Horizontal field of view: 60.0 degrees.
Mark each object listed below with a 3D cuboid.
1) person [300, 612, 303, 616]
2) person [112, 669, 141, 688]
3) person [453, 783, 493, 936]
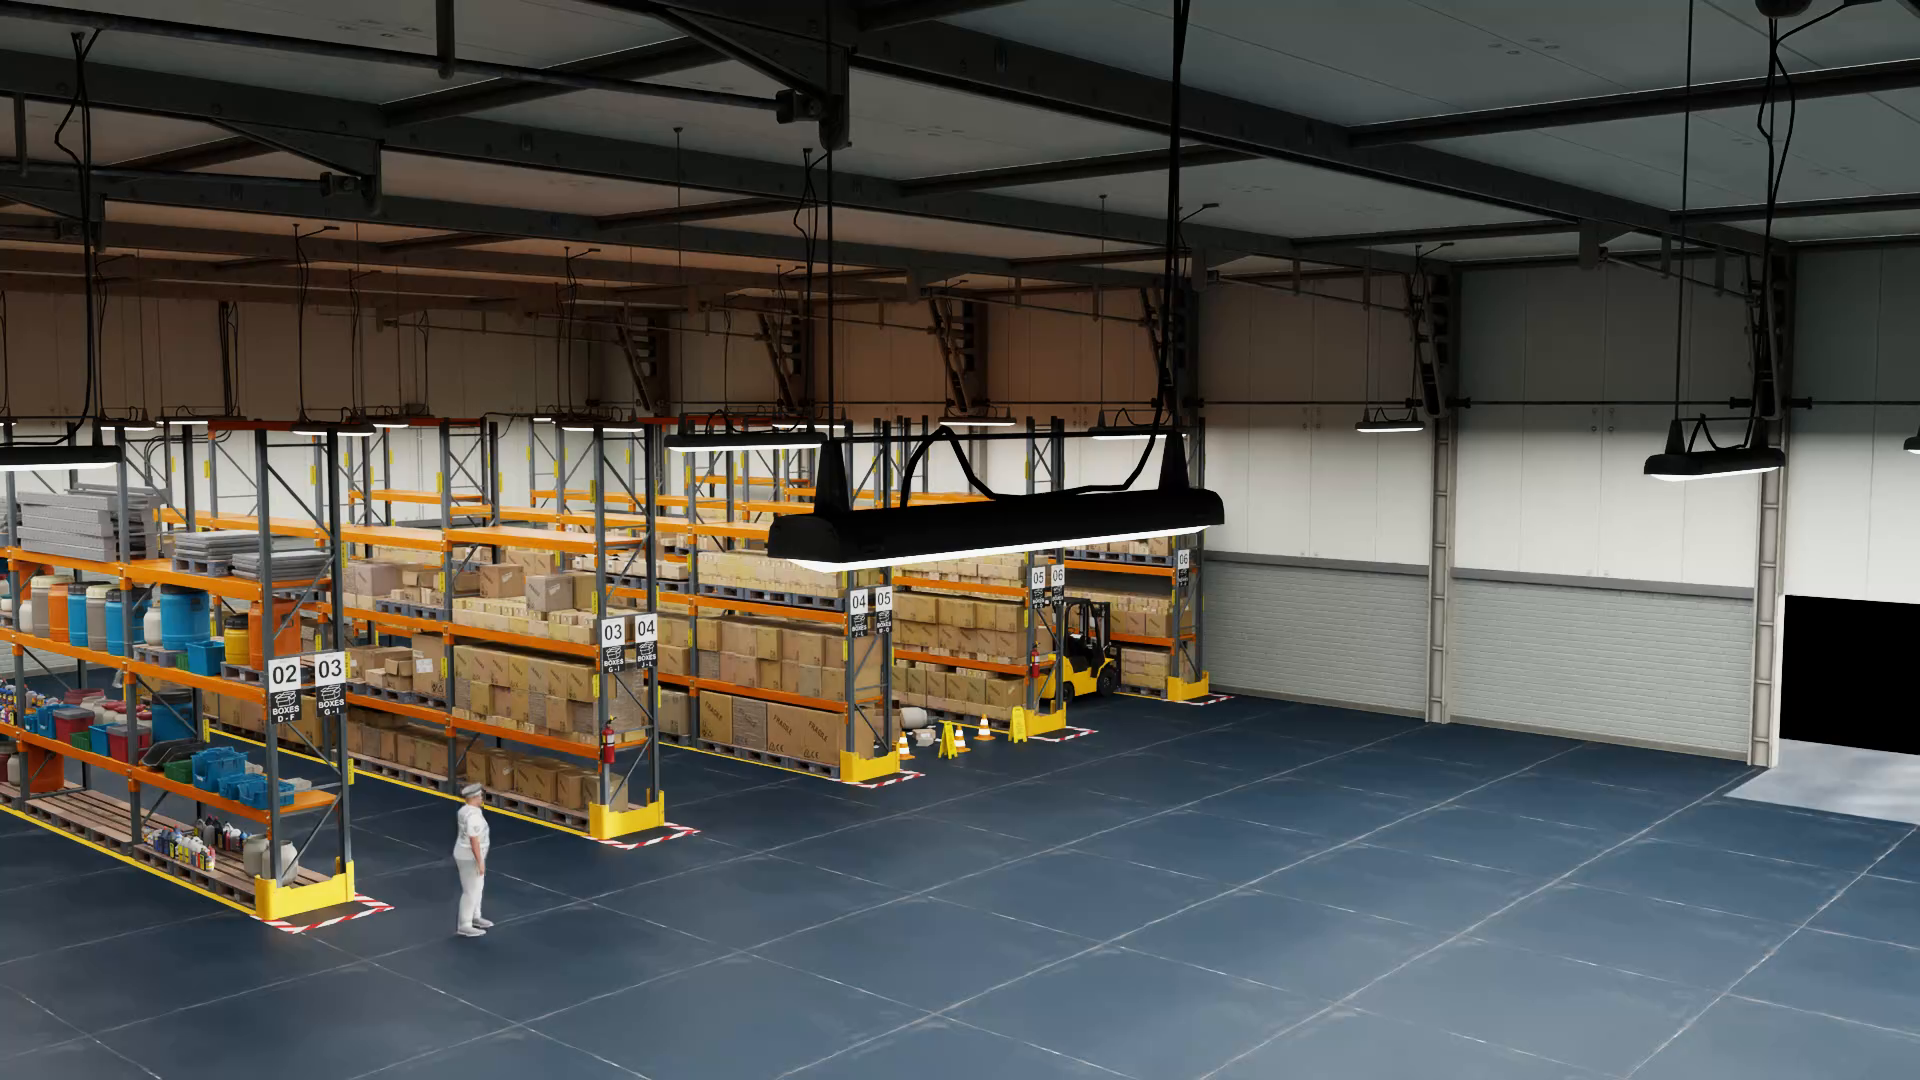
[{"bbox_3d":[-15.599,2.231,38.941,0.656,1.746,1.080,-2,5,-26],"label":"person"},{"bbox_3d":[-18.210,2.455,36.616,0.988,1.628,0.516,1,5,7],"label":"person"},{"bbox_3d":[-5.824,3.798,19.874,0.436,1.776,0.620,-2,5,-21],"label":"person"}]
